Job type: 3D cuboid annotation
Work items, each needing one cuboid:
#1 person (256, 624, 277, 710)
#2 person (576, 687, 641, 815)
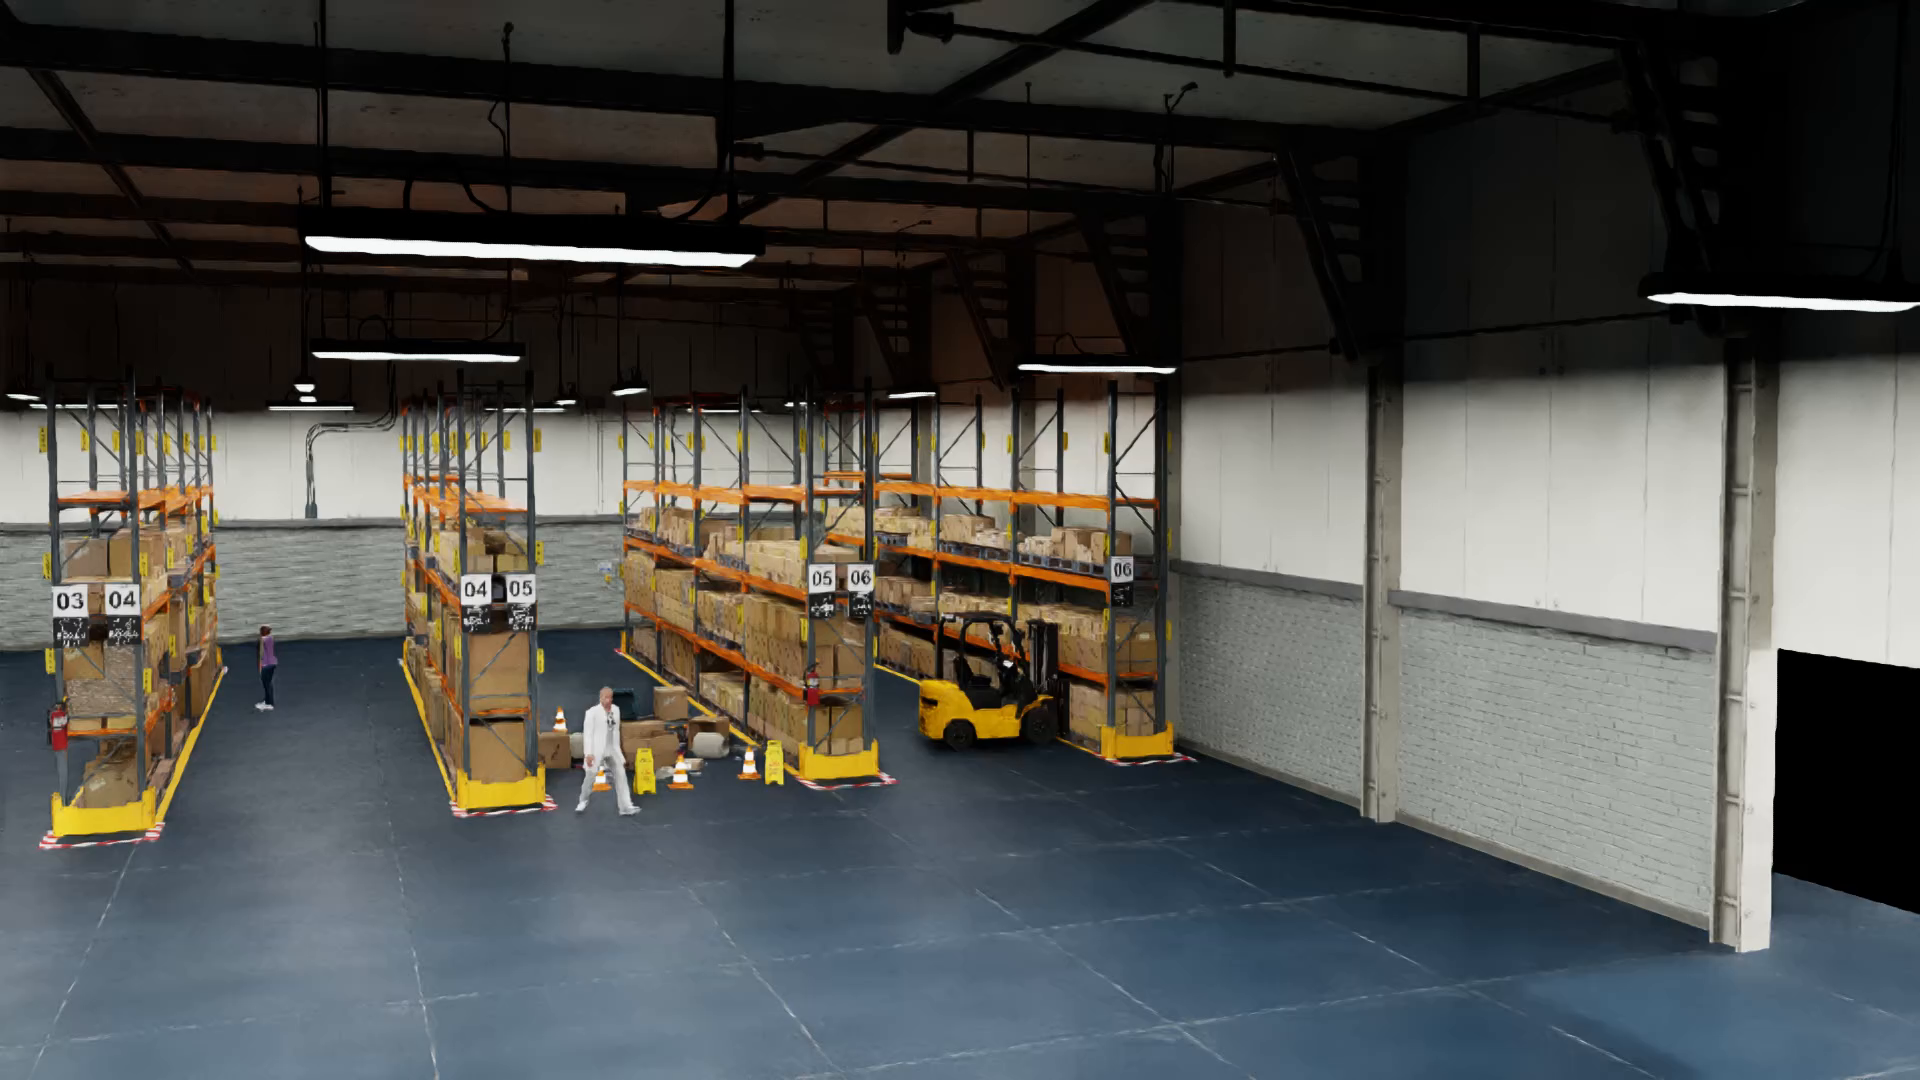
[{"bbox_3d":[-13.056,2.367,31.231,0.449,1.599,0.467,1,3,10],"label":"person"},{"bbox_3d":[-4.773,2.832,22.363,0.635,1.735,1.031,-3,5,-43],"label":"person"}]
